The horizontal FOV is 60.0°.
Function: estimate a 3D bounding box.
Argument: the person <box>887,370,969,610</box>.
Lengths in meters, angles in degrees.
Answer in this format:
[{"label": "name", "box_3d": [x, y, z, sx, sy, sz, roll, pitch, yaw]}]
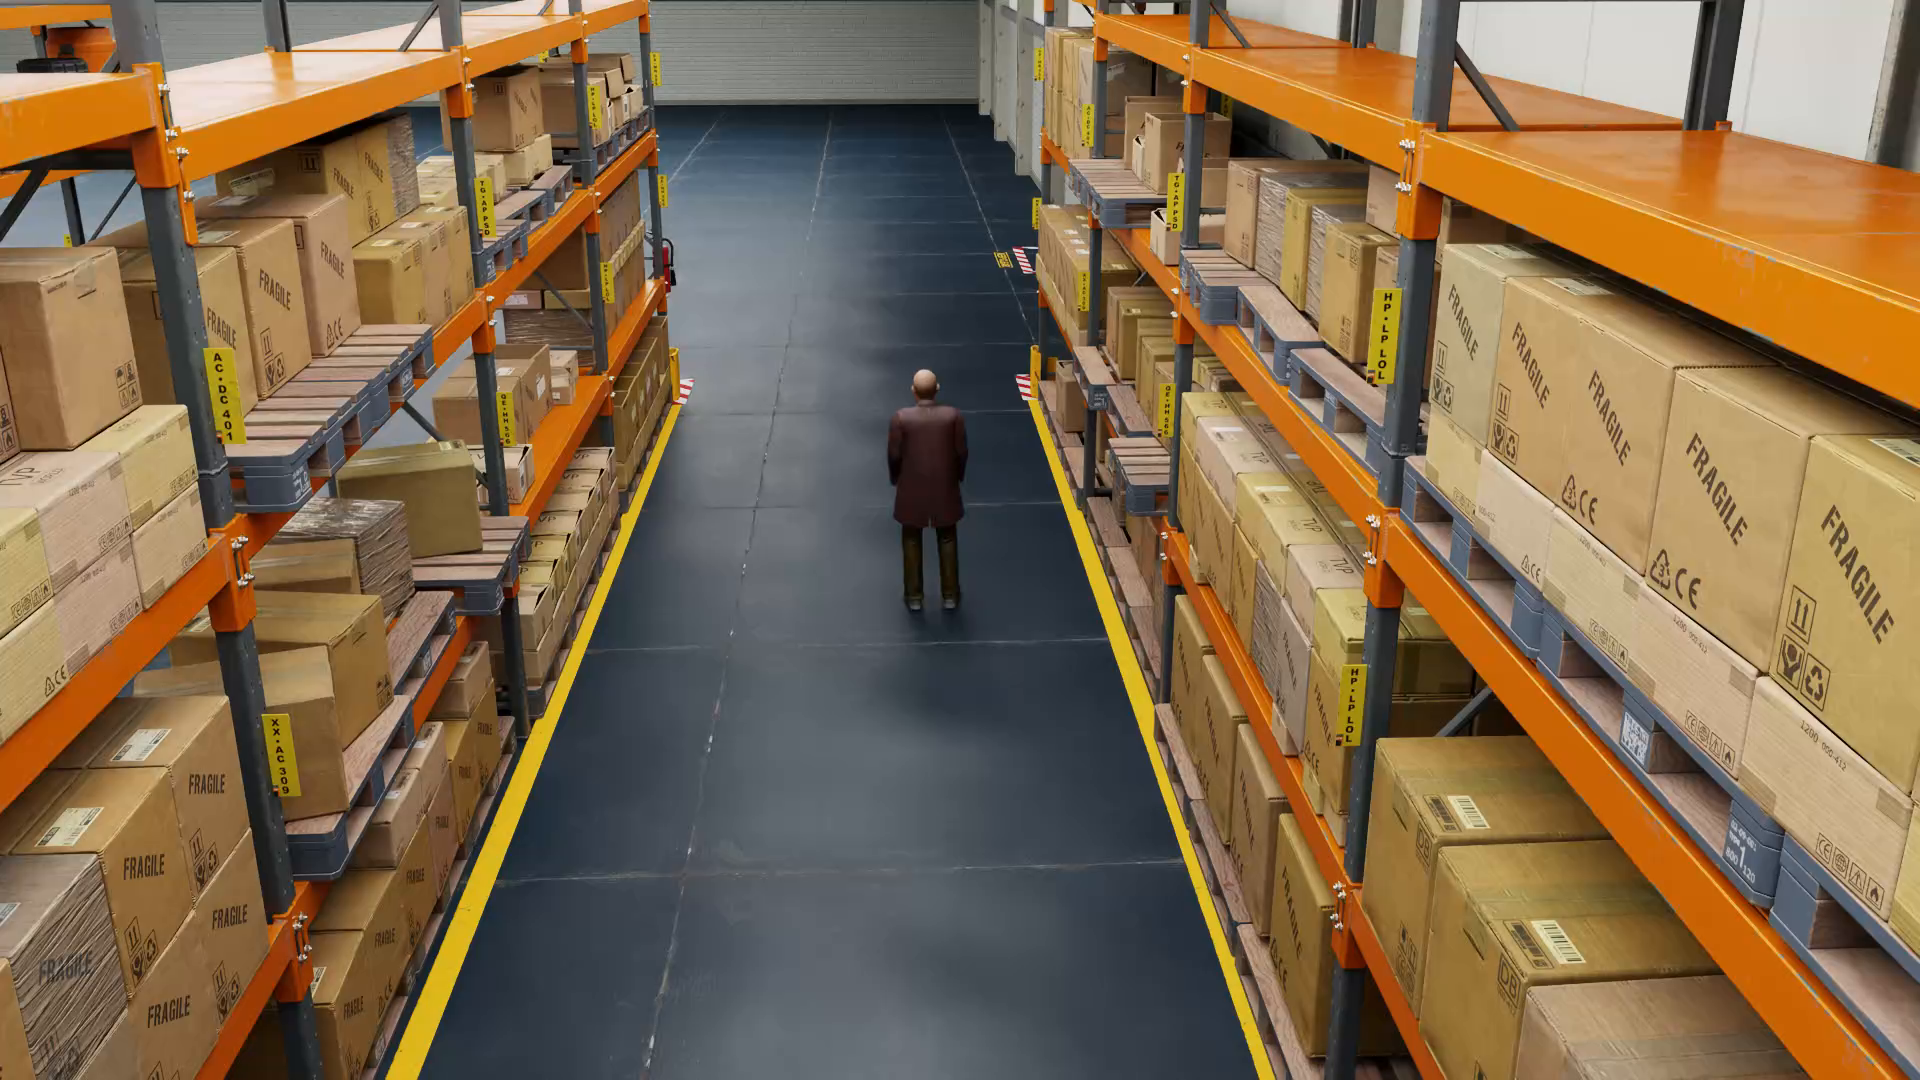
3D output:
[{"label": "person", "box_3d": [-0.235, -0.368, 12.095, 0.586, 1.779, 0.424, -2, 20, -4]}]
